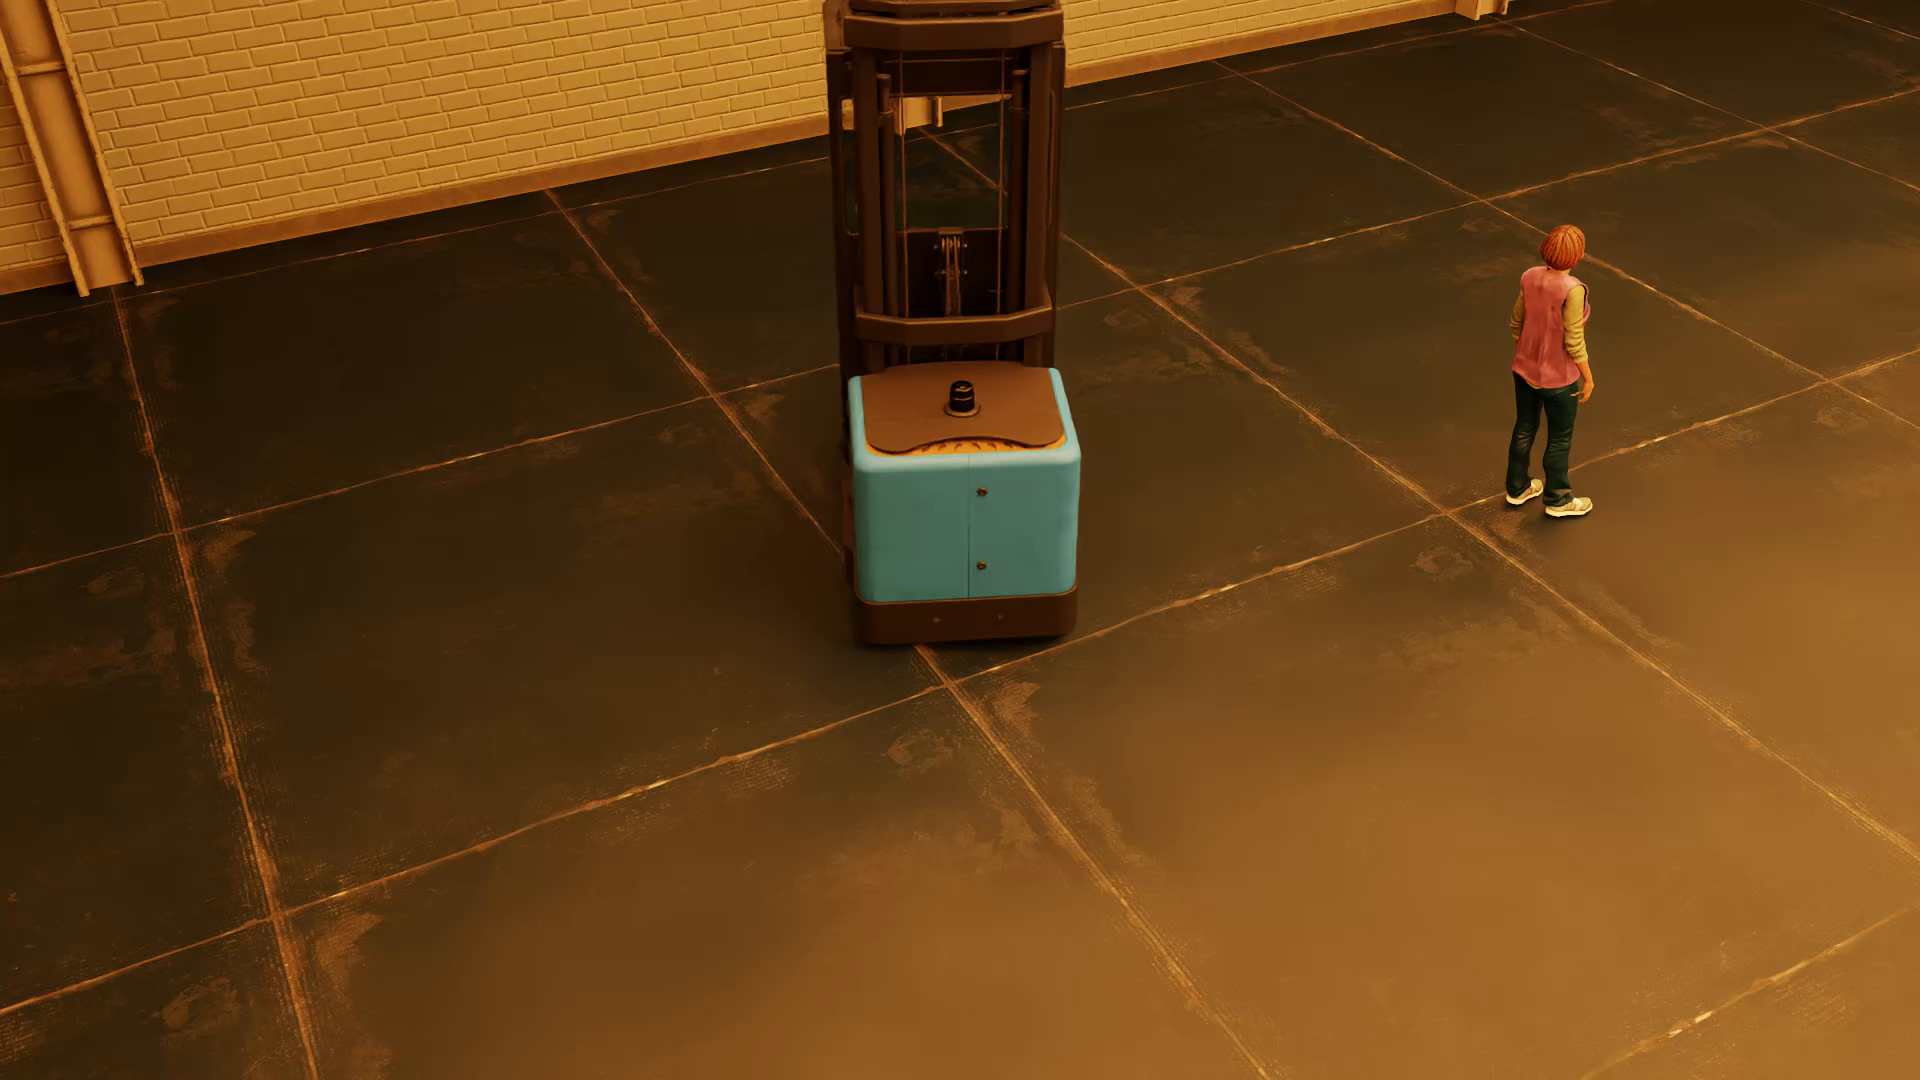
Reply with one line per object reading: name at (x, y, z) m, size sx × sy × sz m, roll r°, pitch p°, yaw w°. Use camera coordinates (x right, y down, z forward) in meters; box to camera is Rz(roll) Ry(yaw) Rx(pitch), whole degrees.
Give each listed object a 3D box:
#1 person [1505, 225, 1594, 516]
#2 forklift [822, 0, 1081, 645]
person at (3.056, -0.871, 8.499) m, size 0.475 × 1.597 × 0.520 m, roll -18°, pitch 39°, yaw -23°
forklift at (-0.087, -1.536, 8.296) m, size 1.130 × 2.935 × 3.031 m, roll -3°, pitch 35°, yaw -4°
